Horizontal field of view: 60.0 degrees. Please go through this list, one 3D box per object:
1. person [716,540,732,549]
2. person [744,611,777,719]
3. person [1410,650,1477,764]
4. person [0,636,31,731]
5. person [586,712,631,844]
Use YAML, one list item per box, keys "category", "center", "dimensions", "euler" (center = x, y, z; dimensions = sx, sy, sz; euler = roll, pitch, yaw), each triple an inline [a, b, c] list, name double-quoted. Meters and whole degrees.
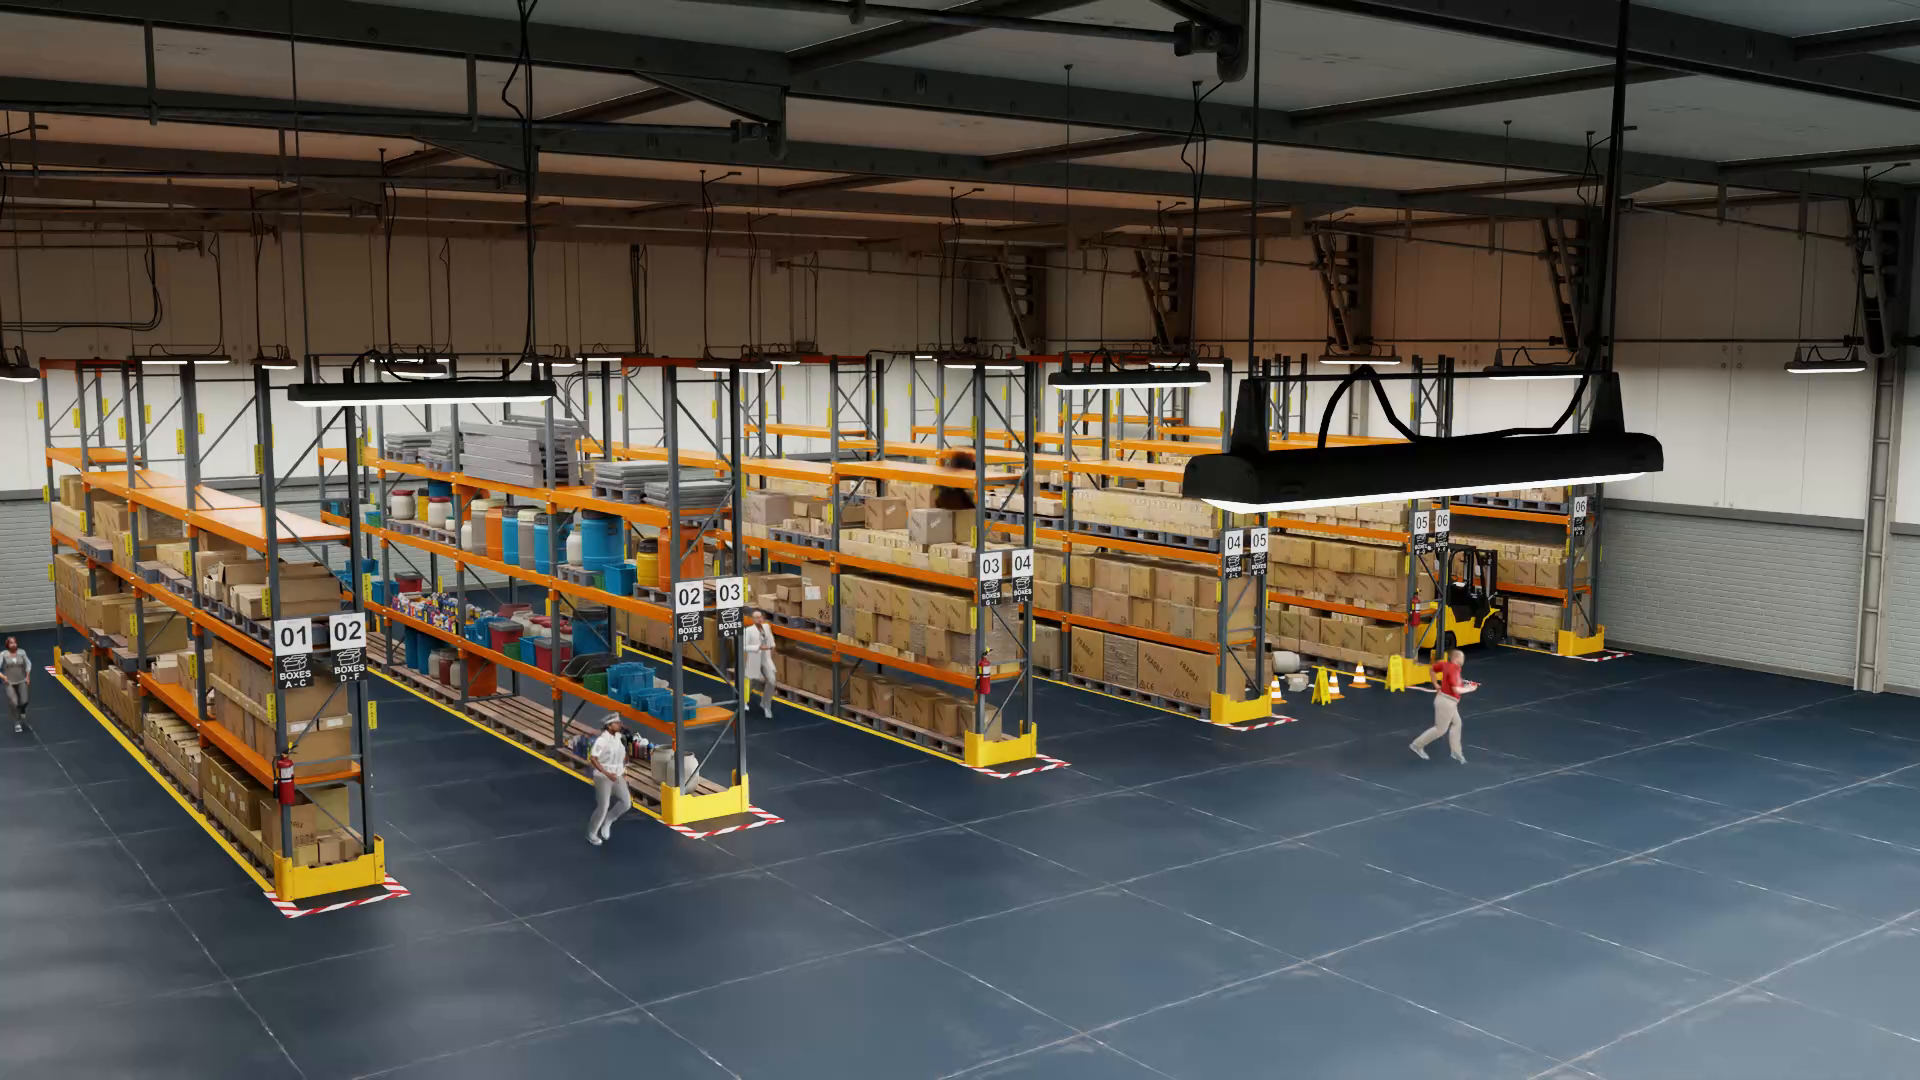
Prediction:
- category: "person"
  center: [-5.830, 0.574, 40.875]
  dimensions: [0.657, 1.785, 0.674]
  euler: [4, 8, 29]
- category: "person"
  center: [-3.401, 2.088, 28.080]
  dimensions: [0.727, 1.824, 0.973]
  euler: [-5, 8, -33]
- category: "person"
  center: [7.246, 2.522, 24.949]
  dimensions: [0.952, 1.791, 0.677]
  euler: [1, 7, 7]
- category: "person"
  center: [-15.348, 2.329, 26.979]
  dimensions: [0.553, 1.567, 0.534]
  euler: [-5, 9, -38]
- category: "person"
  center: [-4.402, 2.993, 21.080]
  dimensions: [0.550, 1.635, 0.635]
  euler: [4, 8, 32]
